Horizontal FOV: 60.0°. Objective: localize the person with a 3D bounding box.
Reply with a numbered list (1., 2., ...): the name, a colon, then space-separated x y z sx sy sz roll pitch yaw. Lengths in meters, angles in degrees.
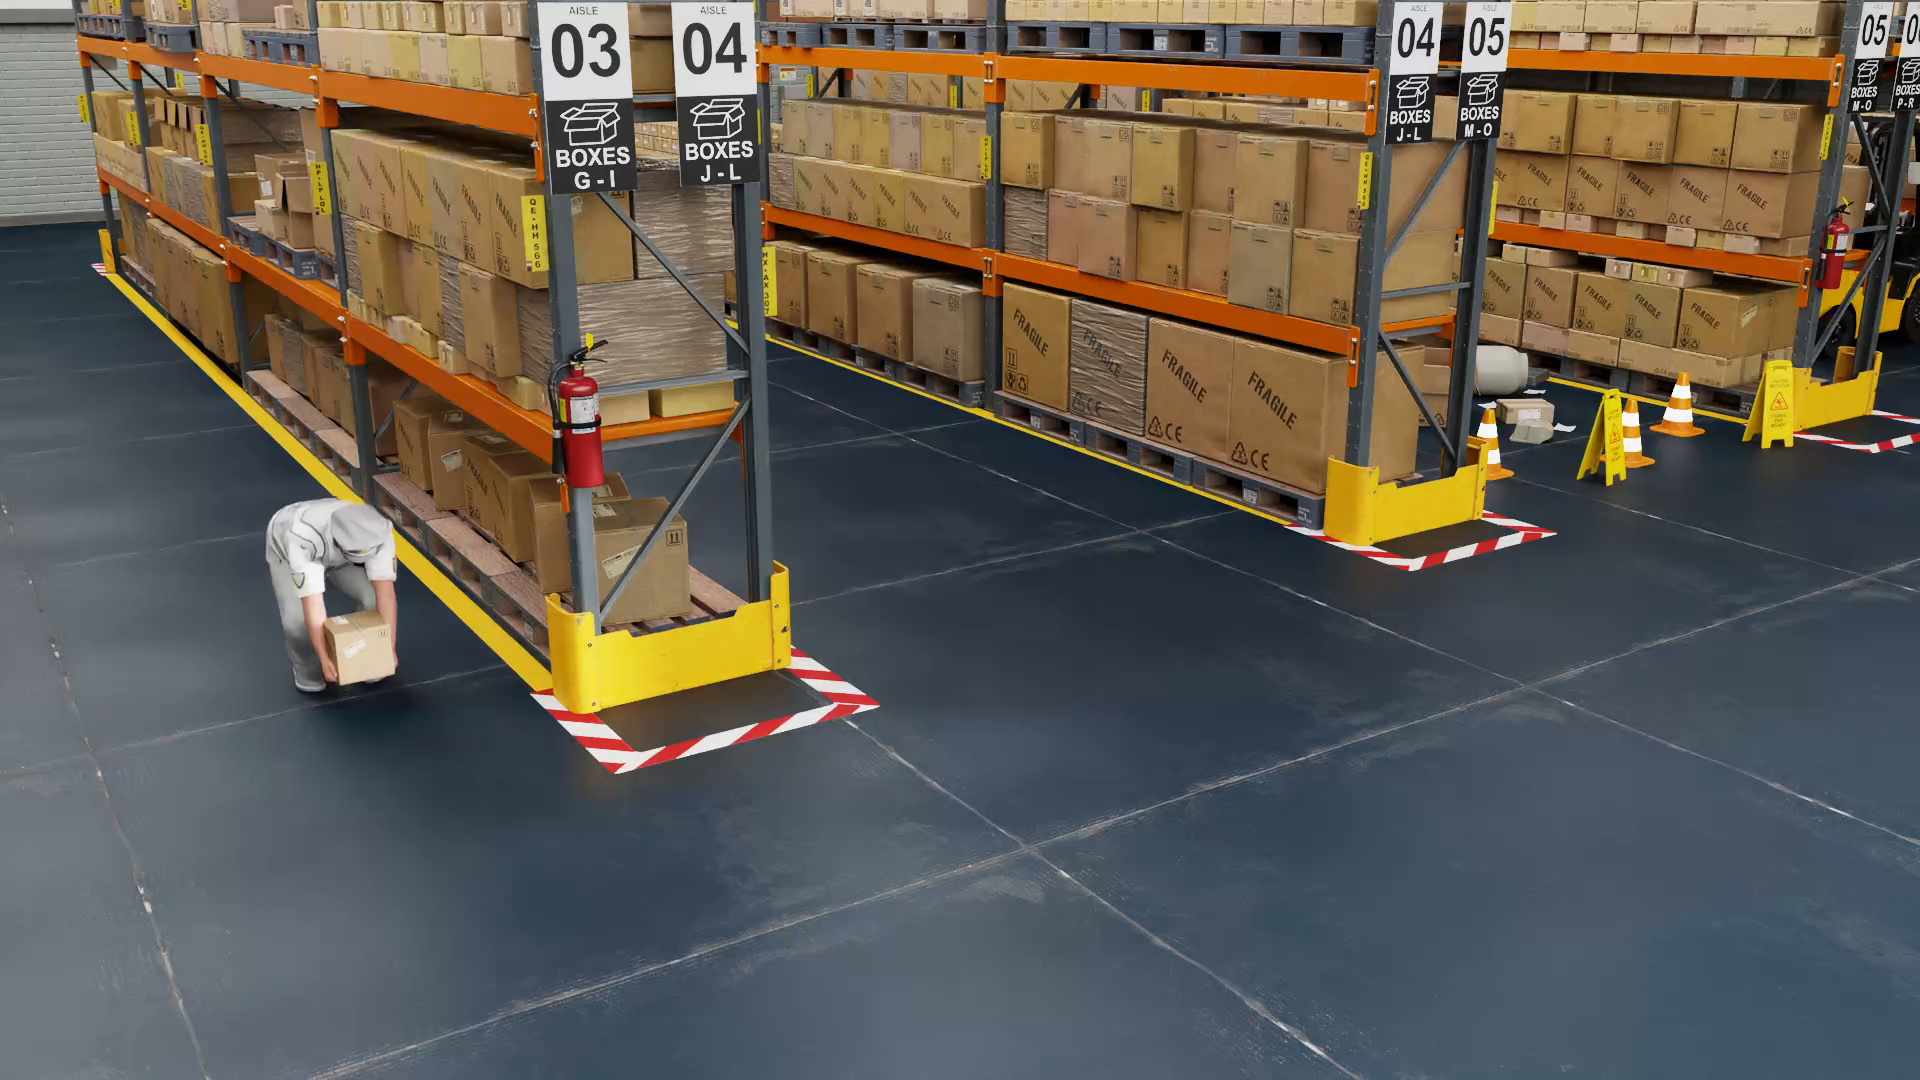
1. person: -2.997 0.243 7.993 0.526 1.018 1.010 -12 22 -33
